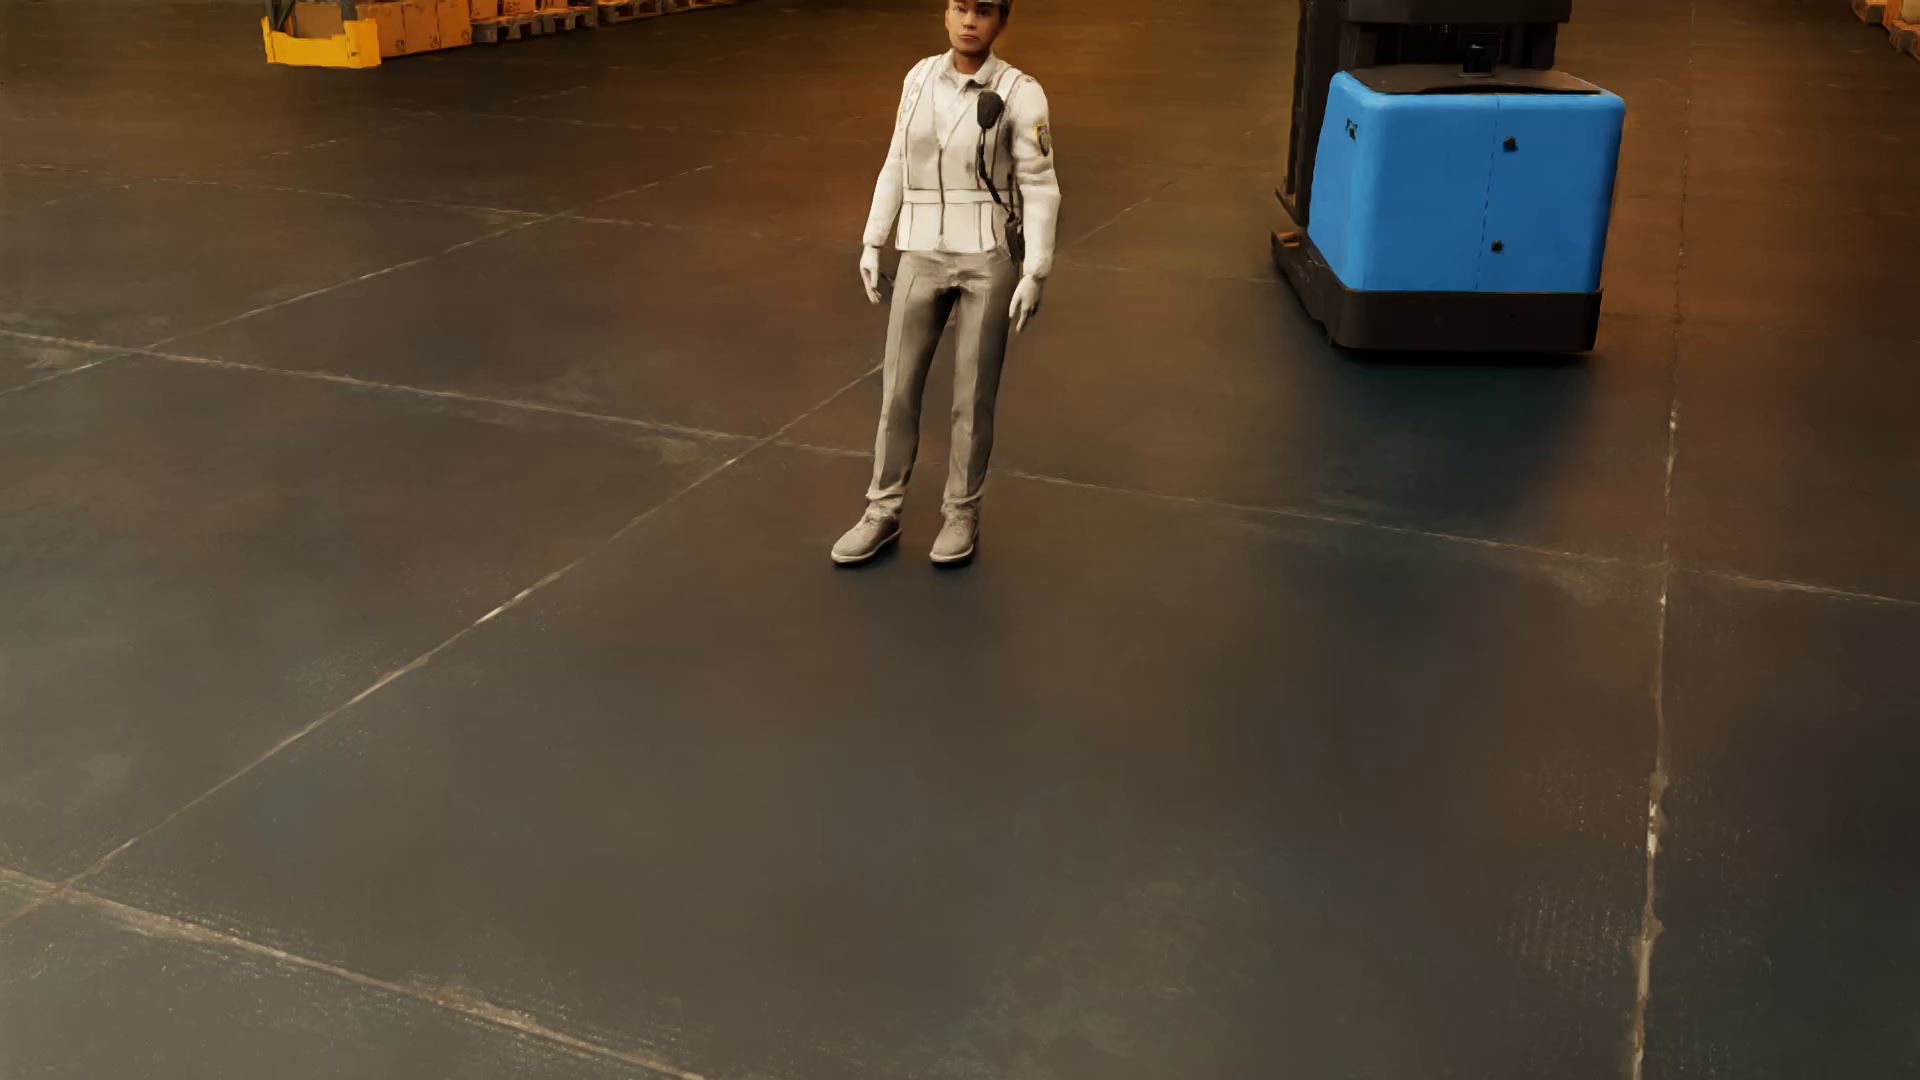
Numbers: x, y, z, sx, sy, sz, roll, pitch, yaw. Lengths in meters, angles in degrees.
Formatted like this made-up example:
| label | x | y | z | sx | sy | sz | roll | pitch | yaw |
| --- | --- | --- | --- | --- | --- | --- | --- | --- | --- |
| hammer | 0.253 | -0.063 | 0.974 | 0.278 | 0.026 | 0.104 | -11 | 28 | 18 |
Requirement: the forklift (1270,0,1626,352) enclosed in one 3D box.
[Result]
| label | x | y | z | sx | sy | sz | roll | pitch | yaw |
| --- | --- | --- | --- | --- | --- | --- | --- | --- | --- |
| forklift | 2.130 | -2.637 | 7.601 | 1.130 | 2.935 | 3.031 | 1 | 23 | 2 |

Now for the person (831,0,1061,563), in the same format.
| label | x | y | z | sx | sy | sz | roll | pitch | yaw |
| --- | --- | --- | --- | --- | --- | --- | --- | --- | --- |
| person | -0.032 | -0.765 | 4.708 | 0.586 | 1.695 | 0.533 | 9 | 24 | 21 |
